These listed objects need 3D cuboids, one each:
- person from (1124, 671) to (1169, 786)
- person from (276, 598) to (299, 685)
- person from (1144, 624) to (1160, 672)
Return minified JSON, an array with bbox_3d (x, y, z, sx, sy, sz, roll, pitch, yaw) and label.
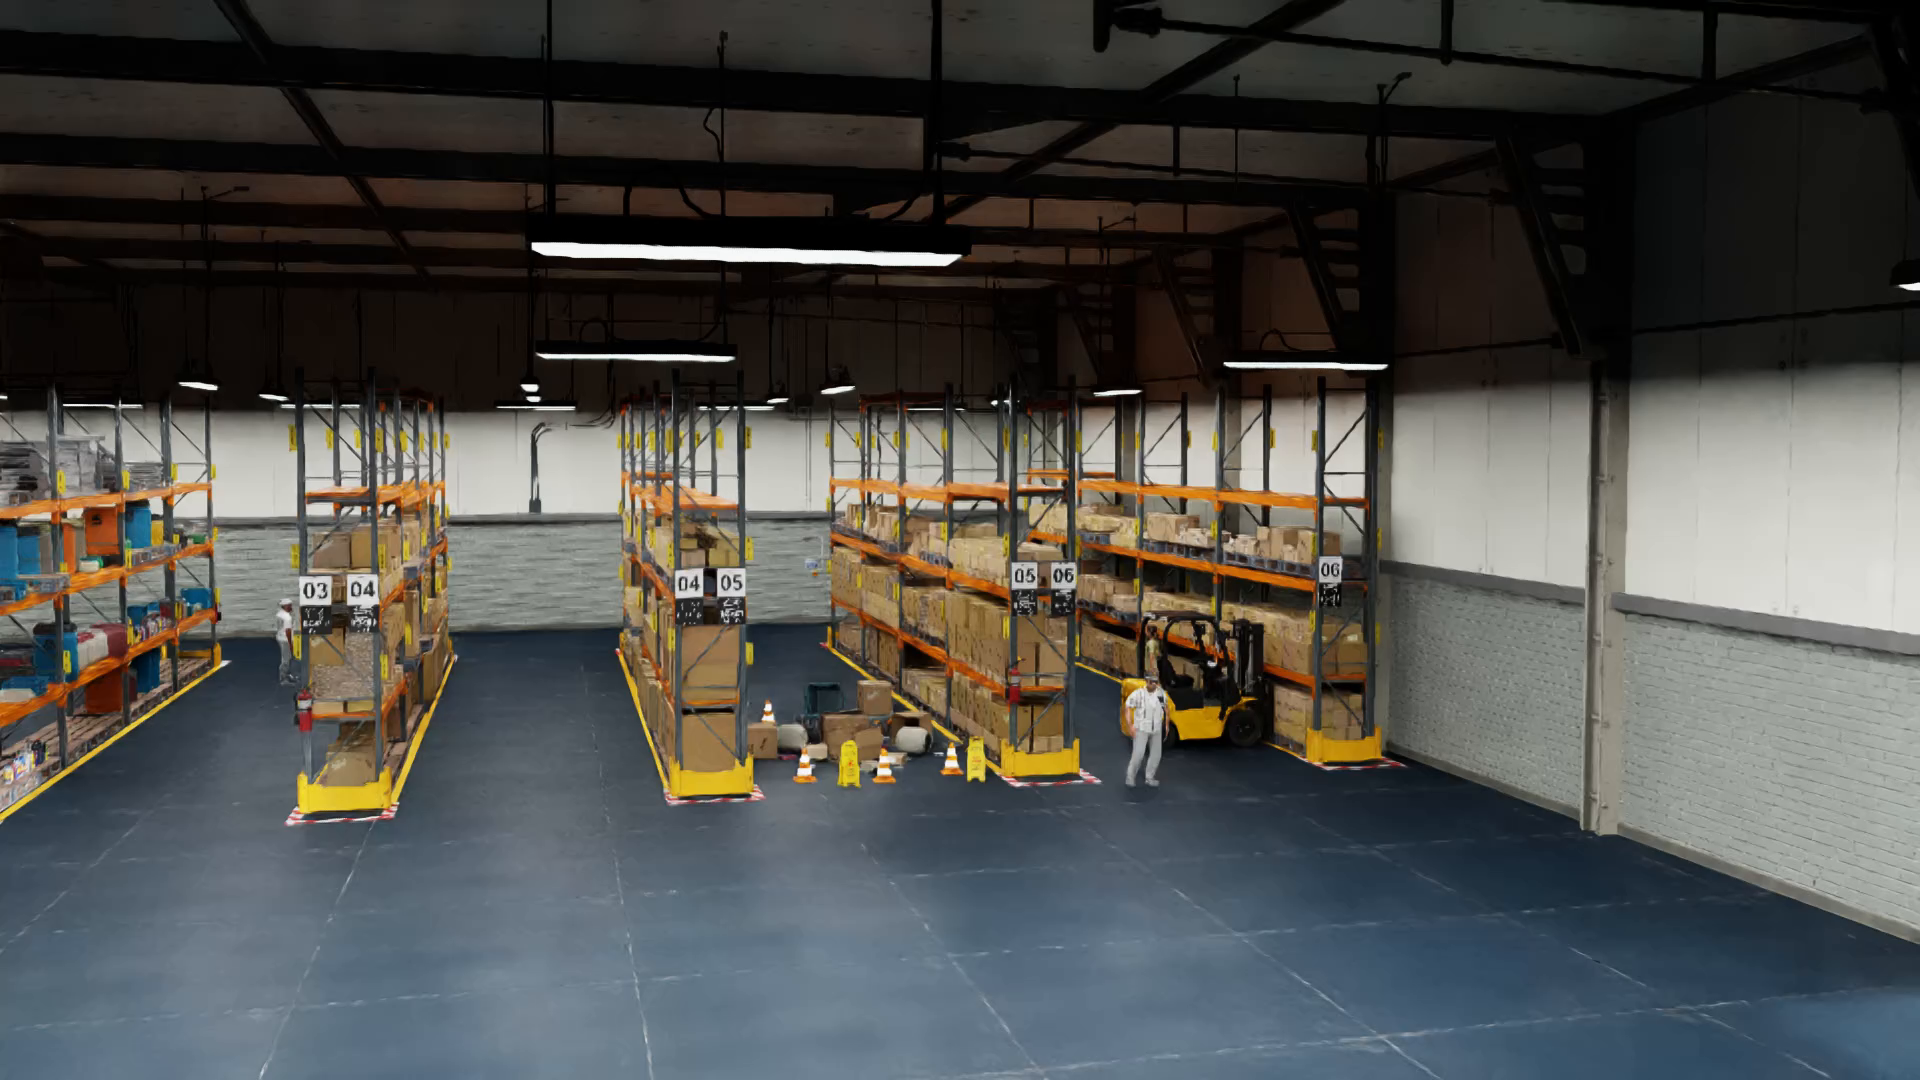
[{"bbox_3d":[2.706,2.714,24.056,0.682,1.715,0.542,-1,4,-16],"label":"person"},{"bbox_3d":[-13.775,2.063,34.124,0.464,1.772,0.645,-2,4,-35],"label":"person"},{"bbox_3d":[3.433,2.351,30.194,0.477,1.675,0.493,1,4,16],"label":"person"}]
